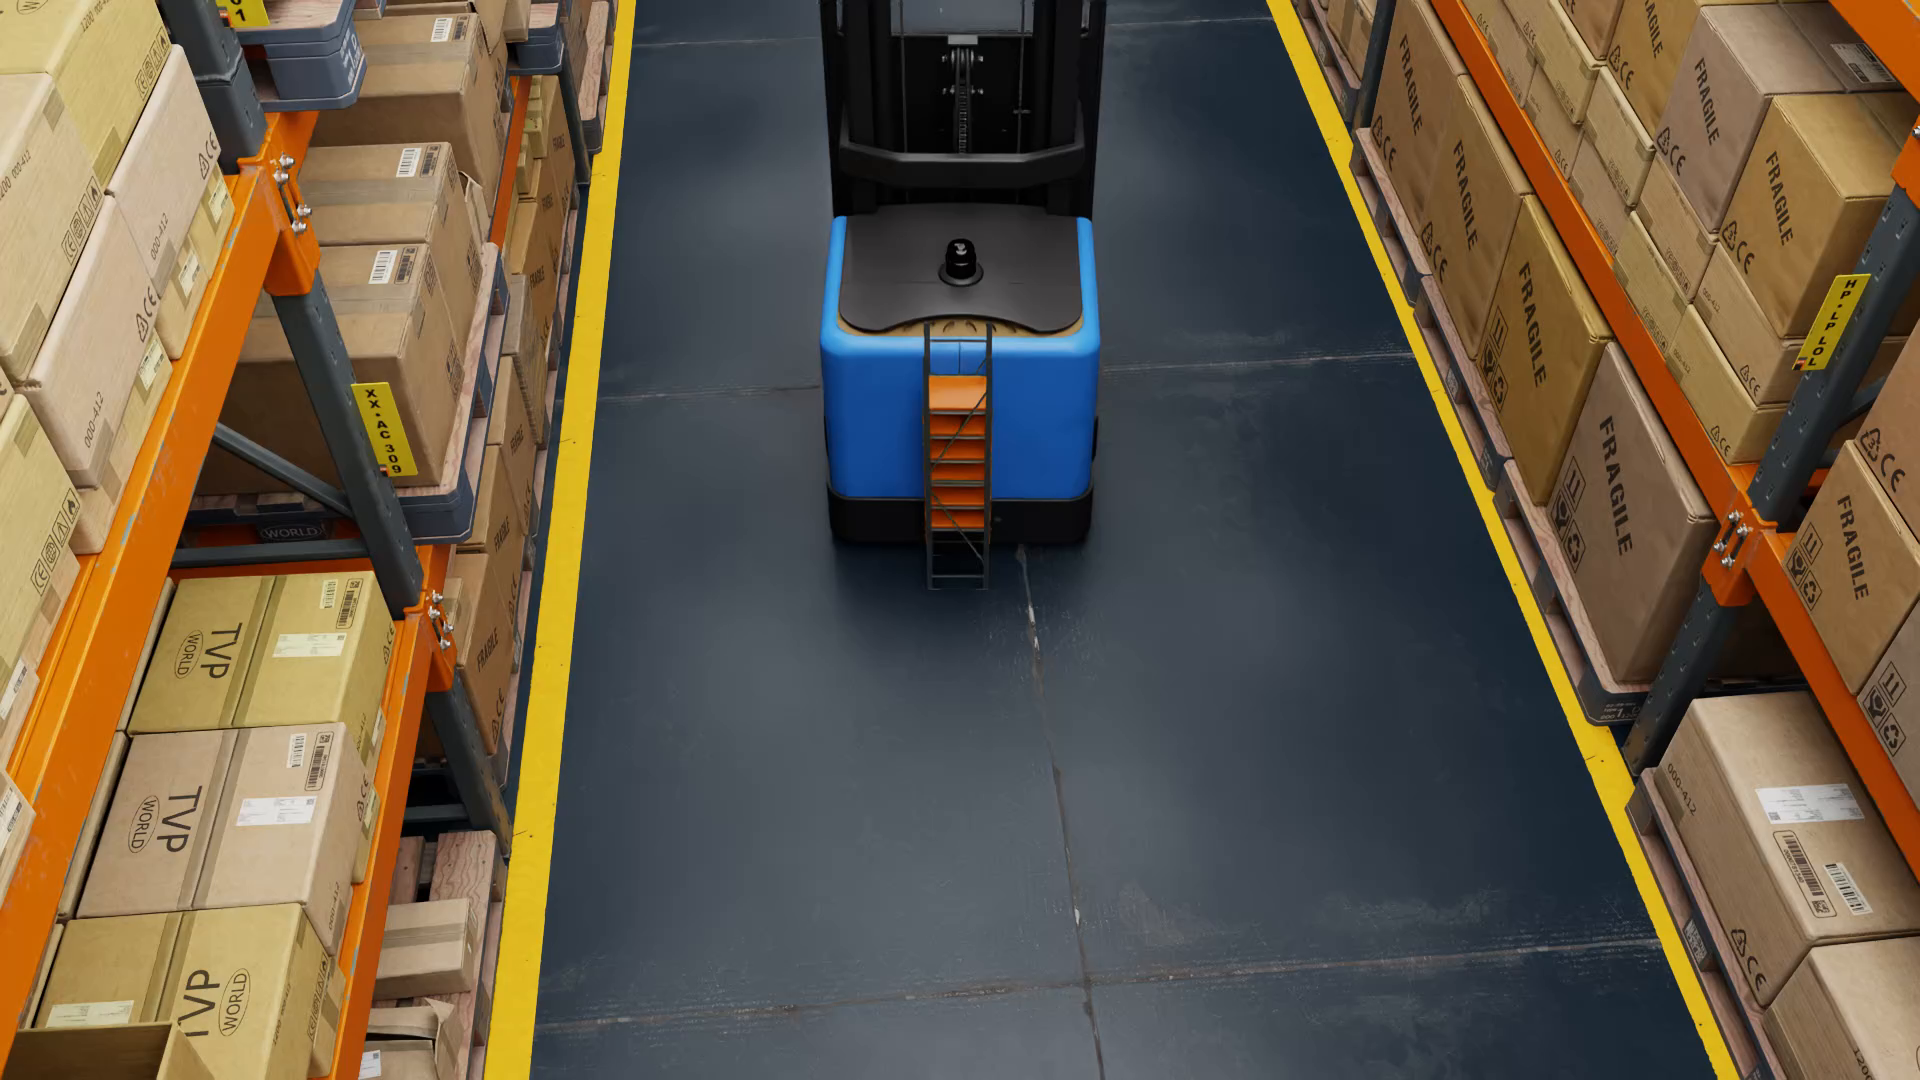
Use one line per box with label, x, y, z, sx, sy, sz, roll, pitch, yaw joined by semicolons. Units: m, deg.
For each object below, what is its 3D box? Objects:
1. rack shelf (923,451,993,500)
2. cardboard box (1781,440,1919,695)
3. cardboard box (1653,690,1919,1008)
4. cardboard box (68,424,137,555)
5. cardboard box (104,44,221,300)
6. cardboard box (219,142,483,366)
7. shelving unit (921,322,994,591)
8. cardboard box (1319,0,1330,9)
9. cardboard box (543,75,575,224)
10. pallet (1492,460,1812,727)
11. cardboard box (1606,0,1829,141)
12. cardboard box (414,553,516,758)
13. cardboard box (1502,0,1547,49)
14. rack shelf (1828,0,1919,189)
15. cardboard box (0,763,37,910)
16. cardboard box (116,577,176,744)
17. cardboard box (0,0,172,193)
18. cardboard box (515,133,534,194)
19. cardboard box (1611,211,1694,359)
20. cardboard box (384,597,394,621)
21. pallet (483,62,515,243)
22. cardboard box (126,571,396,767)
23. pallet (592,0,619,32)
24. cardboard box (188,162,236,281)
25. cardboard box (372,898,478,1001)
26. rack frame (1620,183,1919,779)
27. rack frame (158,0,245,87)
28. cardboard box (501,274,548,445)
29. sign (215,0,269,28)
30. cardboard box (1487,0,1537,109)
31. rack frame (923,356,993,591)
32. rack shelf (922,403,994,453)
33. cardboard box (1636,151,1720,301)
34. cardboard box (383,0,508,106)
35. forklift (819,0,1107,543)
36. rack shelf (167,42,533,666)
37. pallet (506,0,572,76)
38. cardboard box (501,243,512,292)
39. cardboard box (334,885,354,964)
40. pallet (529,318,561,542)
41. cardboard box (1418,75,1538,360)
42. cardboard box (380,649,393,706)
rack shelf;-0.007;-0.251;6.223;0.258;0.103;0.180;0;47;0
cardboard box;2.674;0.067;4.552;0.500;0.500;0.500;-2;47;-2
cardboard box;2.842;0.943;5.266;0.875;0.438;0.875;-4;47;-4
cardboard box;-1.678;-0.103;2.888;0.380;0.149;0.250;-4;47;-3
cardboard box;-1.760;-0.698;3.178;0.500;0.250;0.500;-3;47;-3
cardboard box;-1.911;-0.867;5.147;0.700;0.500;0.500;-3;47;-3
shelving unit;-0.007;-0.282;6.190;0.258;1.200;0.189;0;47;0
cardboard box;2.454;-3.332;9.360;0.950;0.372;0.625;-4;47;-4
cardboard box;-2.135;-1.836;7.855;0.500;0.500;0.500;-2;47;-2
pallet;2.756;0.151;6.462;1.003;0.211;1.213;-3;47;-3
cardboard box;2.535;-1.682;5.520;0.500;0.500;0.500;-2;47;-2
cardboard box;-1.866;0.402;5.736;0.500;0.500;0.500;-2;47;-2
cardboard box;2.429;-2.152;6.481;0.500;0.250;0.500;-4;47;-3
rack shelf;2.729;-2.485;5.467;1.077;0.370;4.000;-3;47;-3
cardboard box;-1.567;0.459;2.356;0.380;0.149;0.250;-3;47;-2
cardboard box;-2.277;0.374;4.228;0.500;0.250;0.500;-4;47;-4
cardboard box;-1.768;-0.853;2.980;0.500;0.250;0.500;-3;47;-3
cardboard box;-2.059;-1.621;7.205;0.380;0.149;0.250;-5;47;-5
cardboard box;2.566;-0.880;5.621;0.500;0.250;0.500;-4;47;-4
cardboard box;-1.875;0.168;5.306;0.380;0.149;0.250;-4;47;-4
pallet;-2.217;-1.371;6.115;1.003;0.211;1.213;-3;47;-3
cardboard box;-1.764;0.353;4.248;0.500;0.250;0.500;-2;47;-2
pallet;-2.514;-3.364;9.790;1.003;0.211;1.213;-3;47;-3
cardboard box;-1.725;-0.653;3.409;0.380;0.149;0.250;-4;47;-4
cardboard box;-1.711;1.271;5.154;0.380;0.149;0.250;-5;47;-4
rack frame;2.896;-0.254;4.925;1.000;3.000;0.127;-3;47;-3
rack frame;-2.050;-2.013;2.458;1.000;3.000;0.127;-3;47;-3
cardboard box;-1.995;-0.720;6.798;0.500;0.500;0.500;-5;47;-5
sign;-1.510;-1.198;3.396;0.100;0.325;0.005;-3;47;-3
cardboard box;2.450;-1.977;6.660;0.500;0.250;0.500;-2;47;-2
rack frame;-0.008;-0.215;6.127;0.240;1.200;0.006;0;47;0
rack shelf;-0.007;-0.416;6.048;0.258;0.103;0.180;0;47;0
cardboard box;2.568;-1.040;5.428;0.500;0.250;0.500;-2;47;-2
cardboard box;-2.064;-1.854;6.080;0.797;0.503;0.637;-4;47;-4
forklift;0.014;-2.047;6.670;1.130;2.935;3.031;0;47;0
rack shelf;-2.217;-1.149;6.268;1.077;0.370;4.000;-3;47;-3
pallet;-2.258;-2.292;6.987;1.213;0.211;1.003;-3;47;-3
cardboard box;-2.008;-1.049;6.663;0.380;0.149;0.250;-6;47;-5
cardboard box;-1.687;0.917;3.989;0.380;0.149;0.250;-2;47;-2
pallet;-2.261;-0.462;7.042;1.003;0.211;1.213;-3;47;-3
cardboard box;2.607;-1.412;7.195;0.875;0.875;0.875;-3;47;-3
cardboard box;-1.771;0.352;4.524;0.380;0.149;0.250;-3;47;-3
